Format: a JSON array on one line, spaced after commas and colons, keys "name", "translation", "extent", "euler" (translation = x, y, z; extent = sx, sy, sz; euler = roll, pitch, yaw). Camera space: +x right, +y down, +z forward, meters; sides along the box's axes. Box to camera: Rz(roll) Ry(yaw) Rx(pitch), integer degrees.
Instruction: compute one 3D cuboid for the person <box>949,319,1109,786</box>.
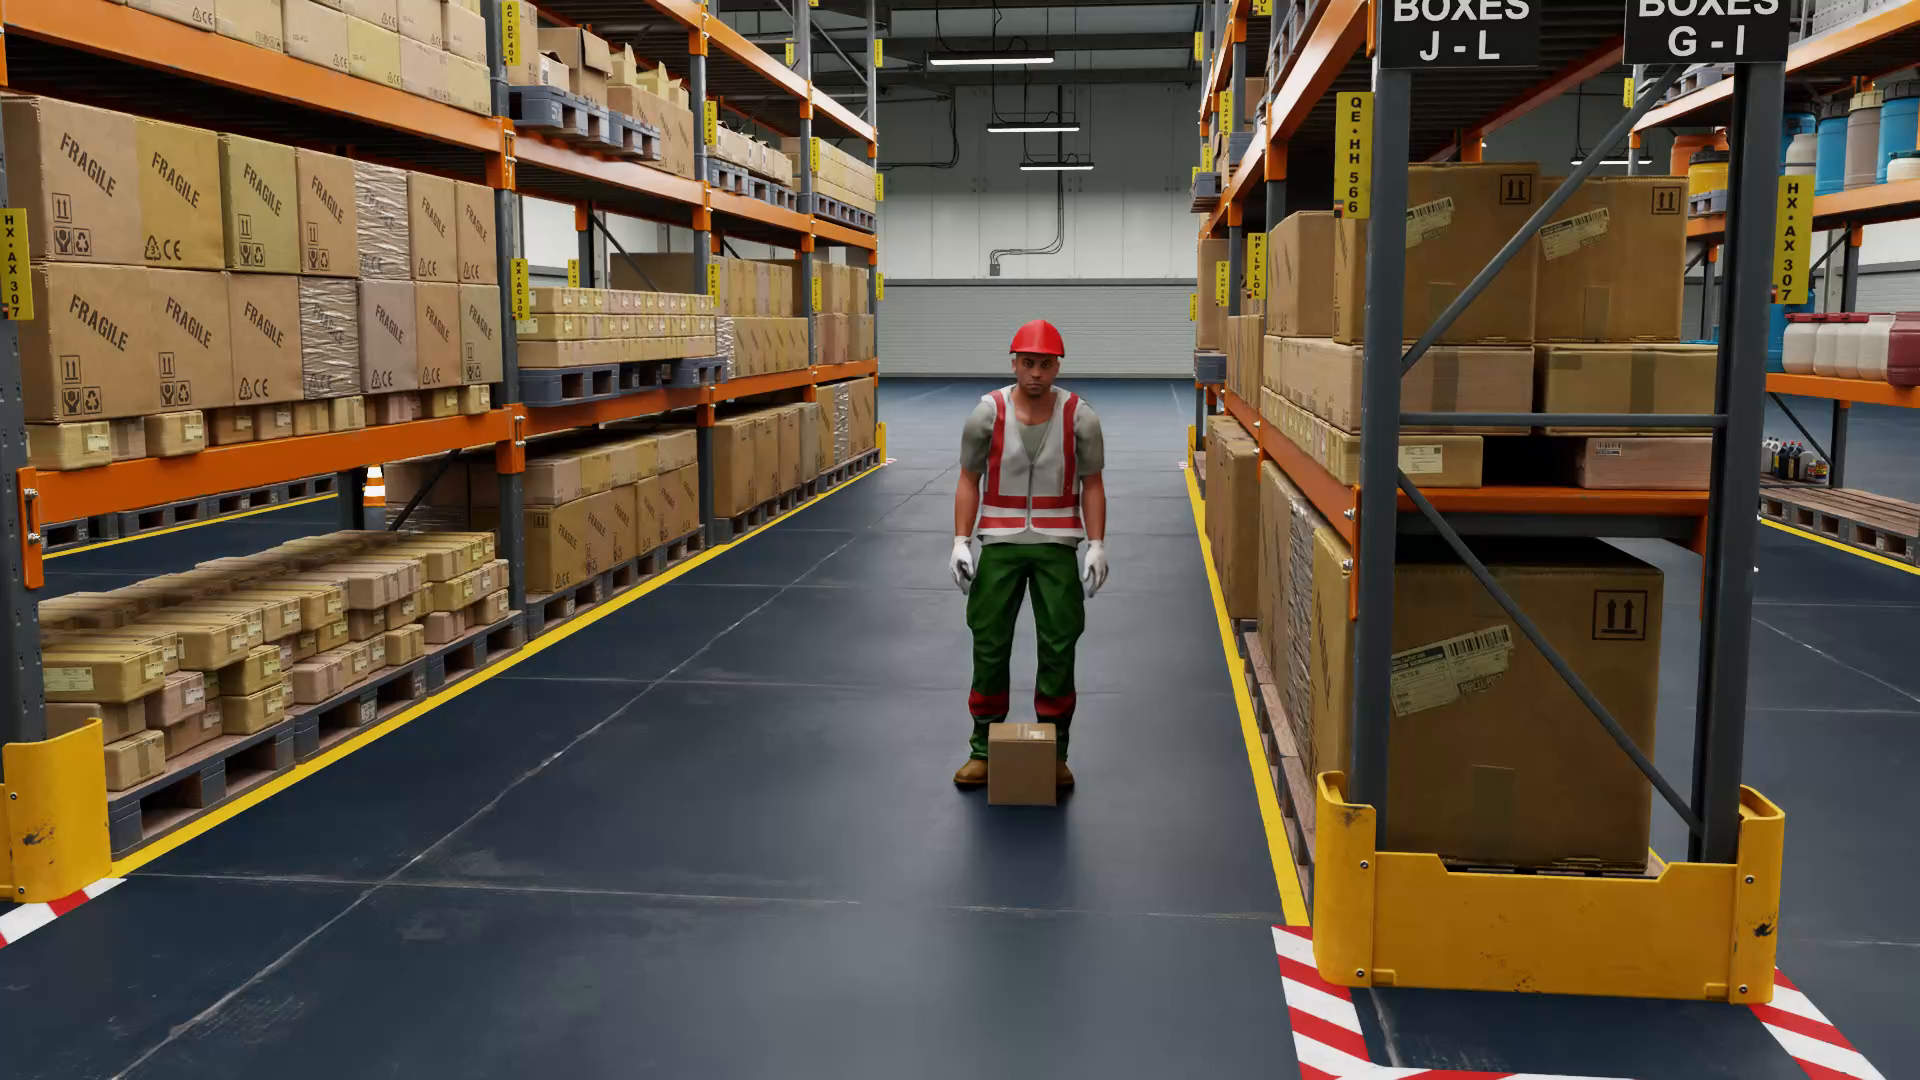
[{"name": "person", "translation": [4.125, -0.613, 11.412], "extent": [7.718, 1.774, 11.115], "euler": [0, 8, 3]}]
